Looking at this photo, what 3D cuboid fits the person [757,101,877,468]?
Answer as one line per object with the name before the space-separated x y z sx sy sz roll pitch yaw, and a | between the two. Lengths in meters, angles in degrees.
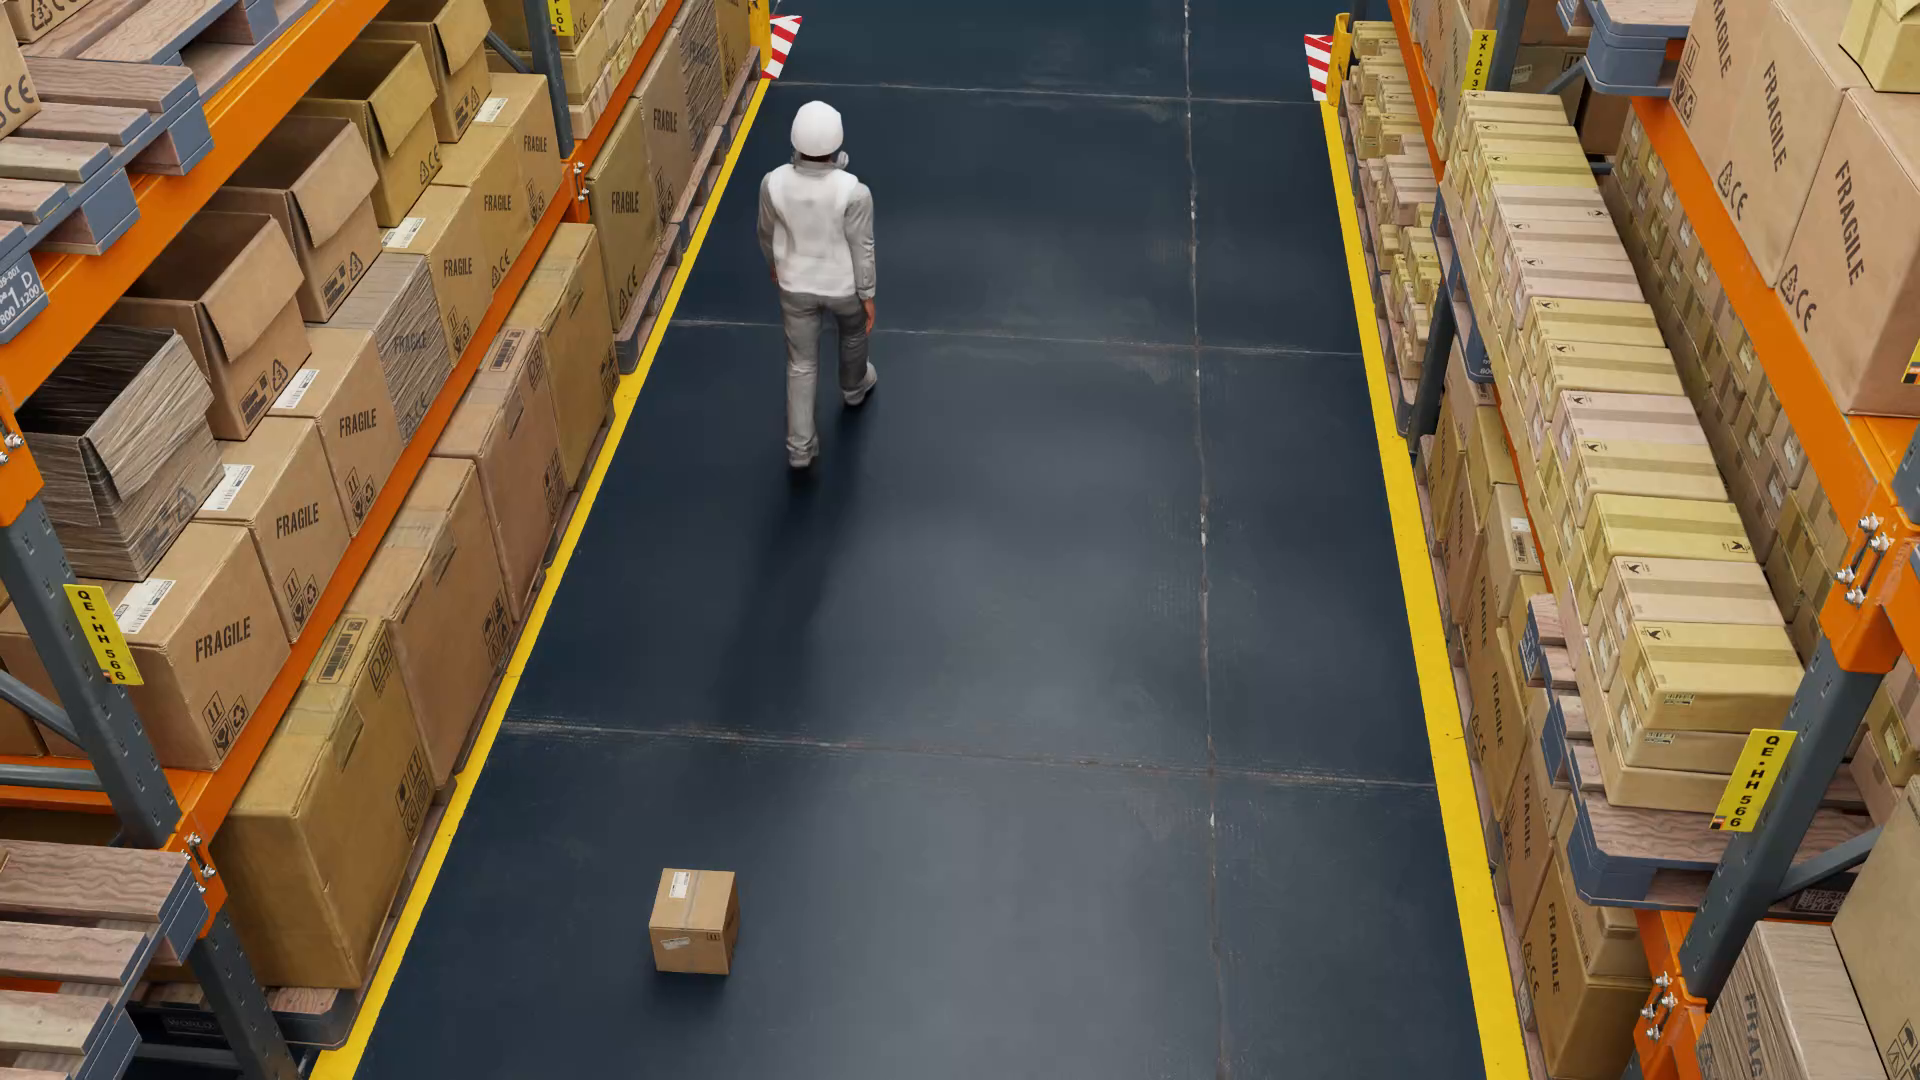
person | -0.632 -1.209 7.588 0.543 1.733 0.986 4 40 5
